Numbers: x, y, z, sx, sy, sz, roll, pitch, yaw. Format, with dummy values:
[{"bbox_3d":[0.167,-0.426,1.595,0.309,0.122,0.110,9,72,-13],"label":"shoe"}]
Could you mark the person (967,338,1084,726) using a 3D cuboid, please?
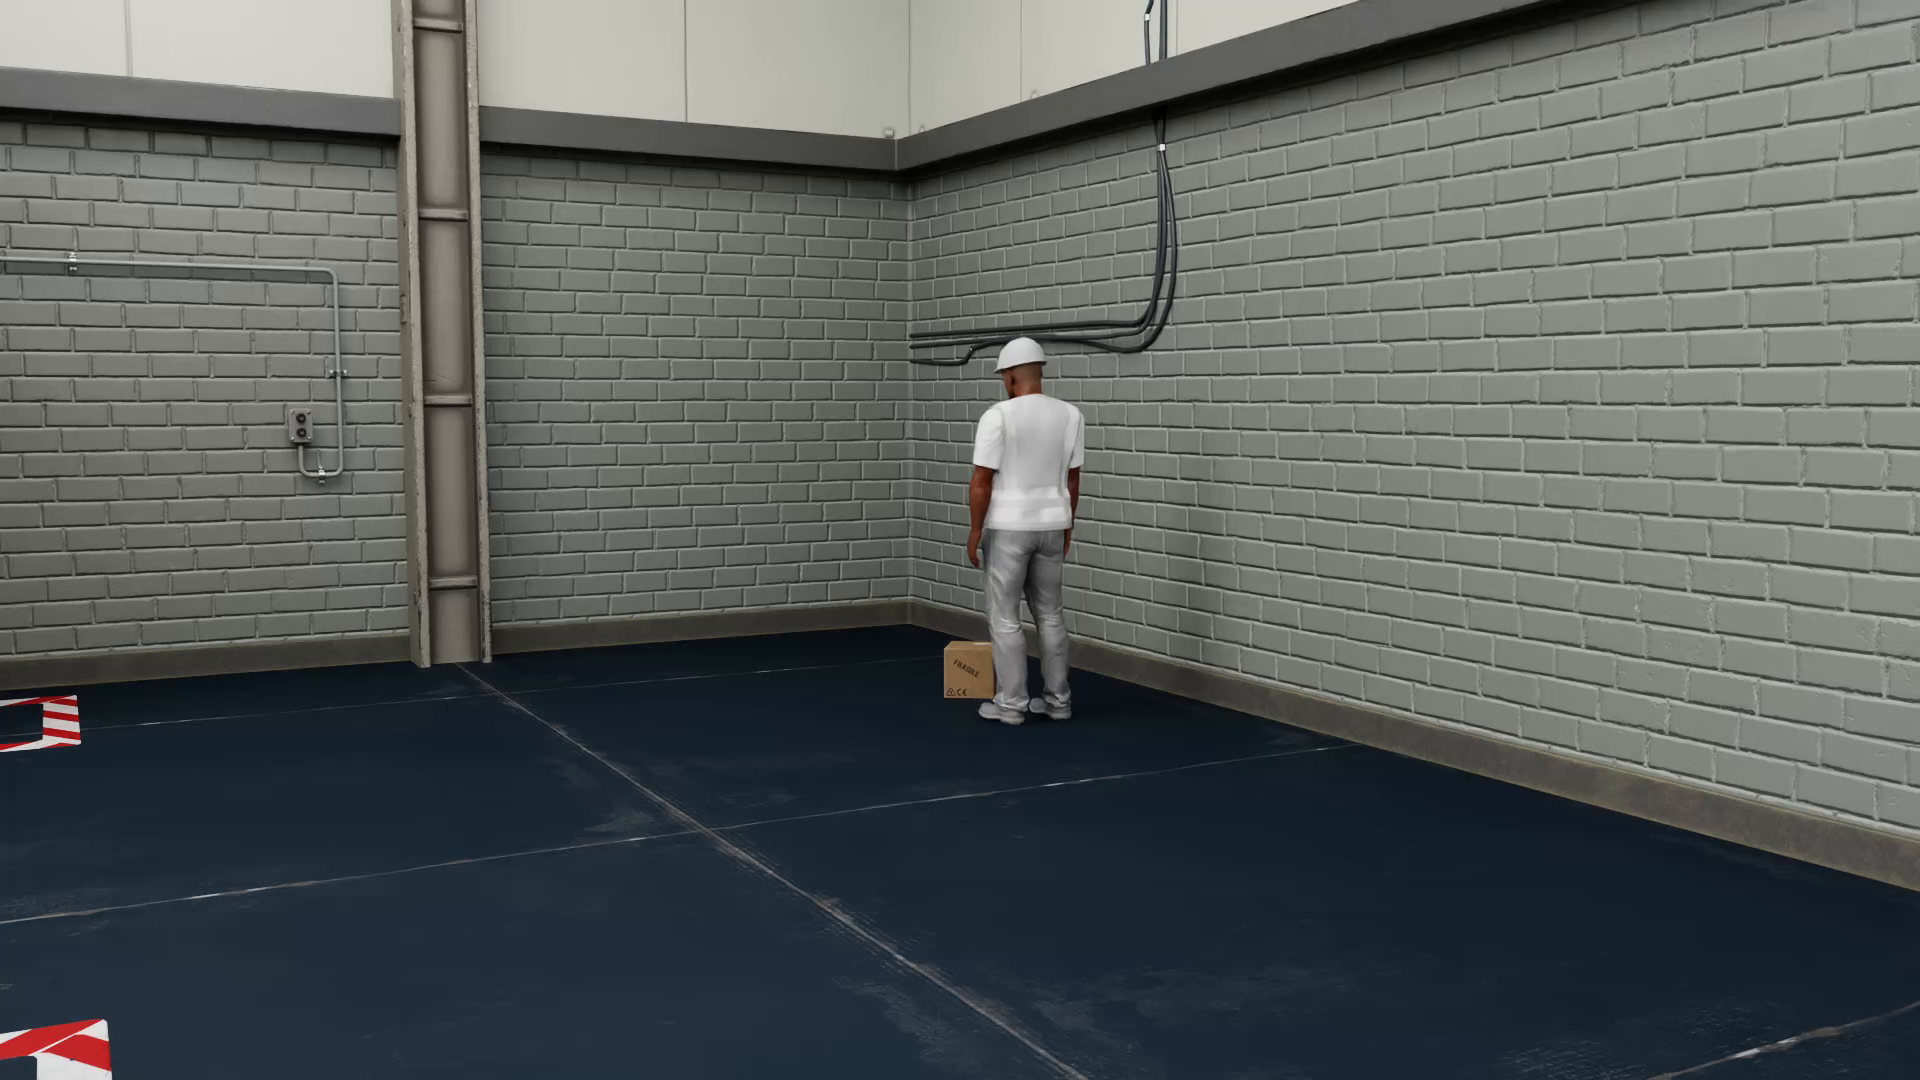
[{"bbox_3d":[0.294,-0.046,7.663,0.566,1.762,0.361,-3,6,-28],"label":"person"}]
